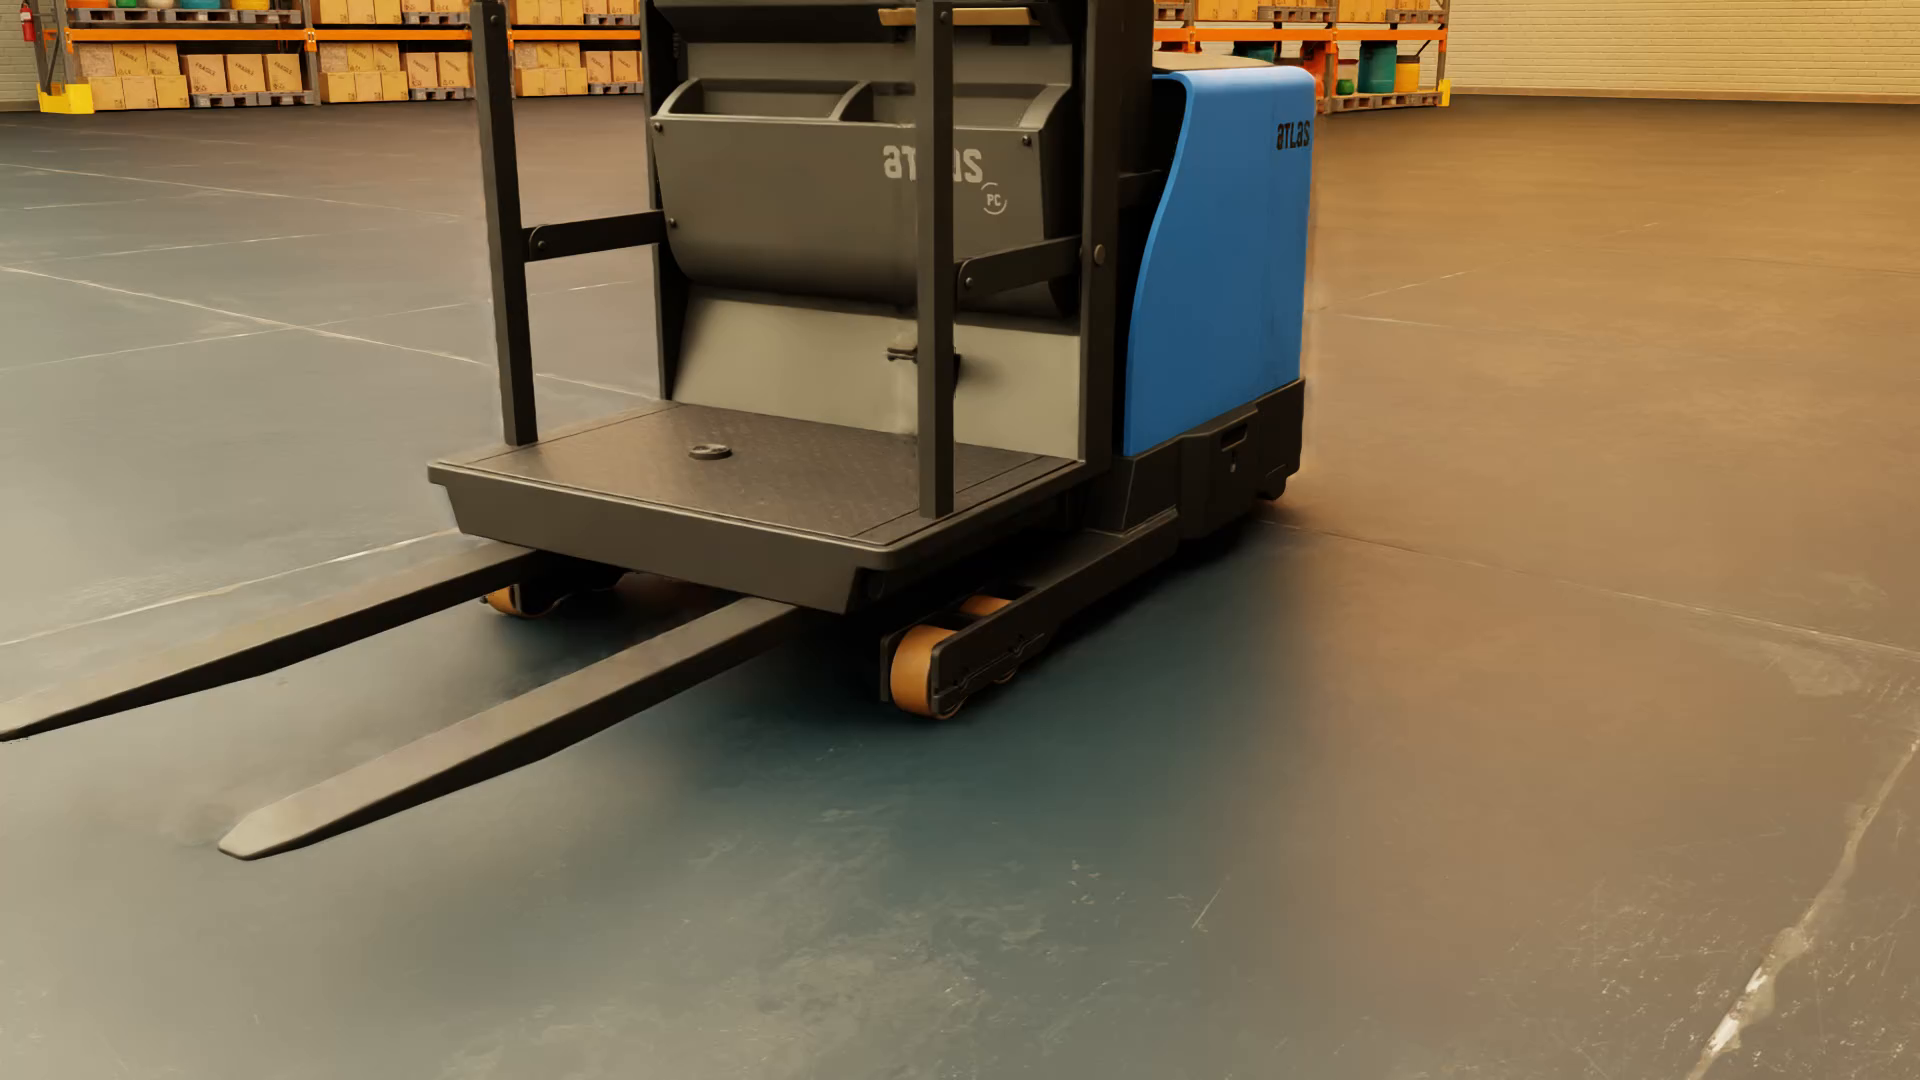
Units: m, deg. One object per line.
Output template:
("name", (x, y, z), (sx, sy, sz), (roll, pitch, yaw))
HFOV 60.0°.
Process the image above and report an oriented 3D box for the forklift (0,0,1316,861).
("forklift", (-0.323, -1.242, 2.986), (1.130, 2.935, 3.031), (10, 20, 30))
